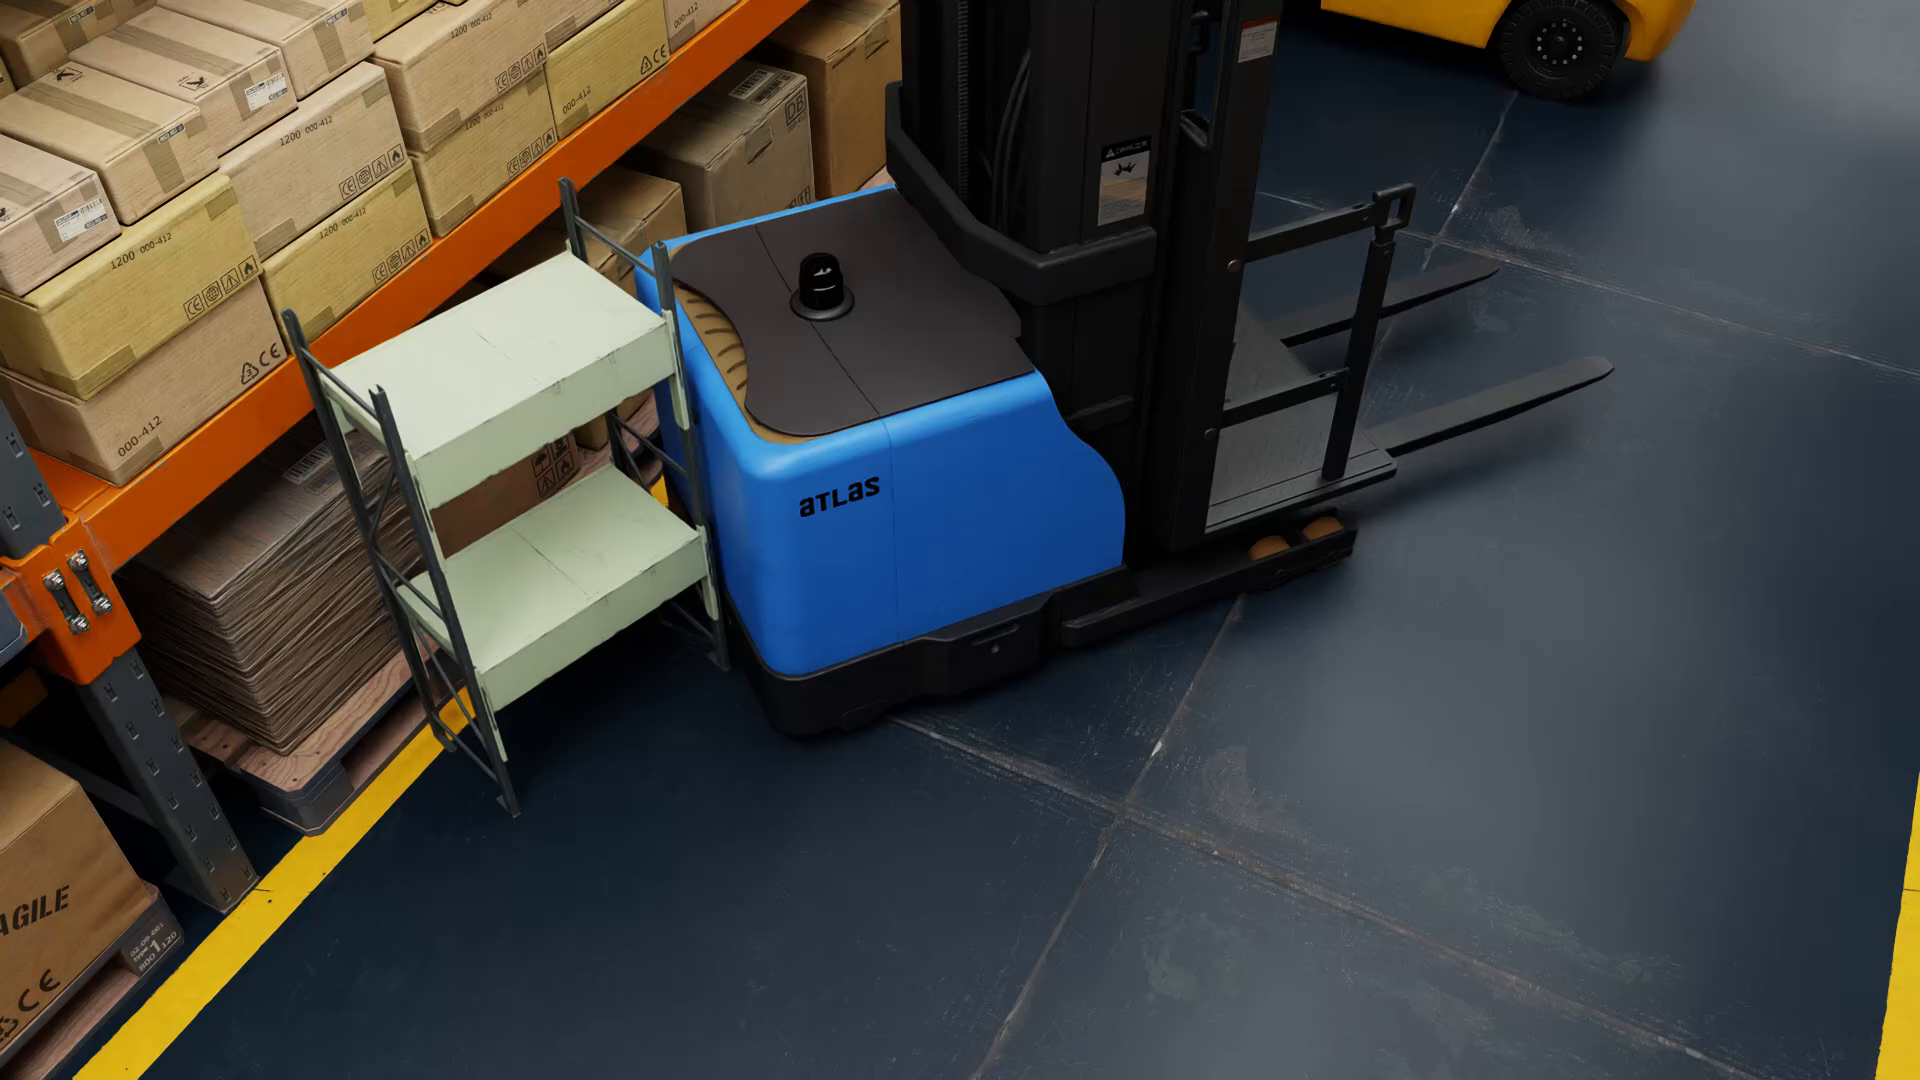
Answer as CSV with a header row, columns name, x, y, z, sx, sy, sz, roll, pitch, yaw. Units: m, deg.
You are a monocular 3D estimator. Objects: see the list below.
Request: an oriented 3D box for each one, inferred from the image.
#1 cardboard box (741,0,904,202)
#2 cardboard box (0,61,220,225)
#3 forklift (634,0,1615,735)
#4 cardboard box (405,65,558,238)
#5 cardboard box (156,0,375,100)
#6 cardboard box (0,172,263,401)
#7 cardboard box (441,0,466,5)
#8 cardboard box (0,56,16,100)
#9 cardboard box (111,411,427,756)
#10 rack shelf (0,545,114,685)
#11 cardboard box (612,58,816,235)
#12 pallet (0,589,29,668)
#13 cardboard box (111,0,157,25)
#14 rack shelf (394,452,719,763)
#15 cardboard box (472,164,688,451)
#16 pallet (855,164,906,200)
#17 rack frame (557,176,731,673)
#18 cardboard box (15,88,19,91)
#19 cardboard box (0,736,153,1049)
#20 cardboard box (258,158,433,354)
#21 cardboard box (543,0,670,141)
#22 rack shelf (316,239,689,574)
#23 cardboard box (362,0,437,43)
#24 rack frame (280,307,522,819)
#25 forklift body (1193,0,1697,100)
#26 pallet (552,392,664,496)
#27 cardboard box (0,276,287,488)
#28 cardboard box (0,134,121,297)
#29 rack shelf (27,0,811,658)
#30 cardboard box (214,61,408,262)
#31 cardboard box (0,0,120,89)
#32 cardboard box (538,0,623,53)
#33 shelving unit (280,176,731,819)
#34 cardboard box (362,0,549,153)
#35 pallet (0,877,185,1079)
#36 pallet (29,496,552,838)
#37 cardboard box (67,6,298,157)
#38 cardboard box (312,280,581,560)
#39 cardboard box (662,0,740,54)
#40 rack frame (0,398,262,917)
name,x,y,z,sx,sy,sz,roll,pitch,yaw
cardboard box,-0.681,-1.787,6.281,0.875,0.625,0.625,23,50,21
cardboard box,-1.773,-0.822,3.427,0.380,0.149,0.250,21,49,20
forklift,0.656,-1.205,4.380,3.031,2.935,1.130,-18,48,-17
cardboard box,-1.412,-1.075,4.309,0.500,0.250,0.500,19,48,18
cardboard box,-1.567,-1.161,3.762,0.380,0.149,0.250,21,49,19
cardboard box,-1.861,-0.600,3.488,0.500,0.250,0.500,20,49,19
cardboard box,-1.306,-1.470,4.067,0.380,0.149,0.250,21,49,20
cardboard box,-2.311,-1.023,3.626,0.380,0.149,0.250,22,49,20
cardboard box,-2.003,0.012,4.503,0.875,0.625,0.625,22,49,20
rack shelf,-3.234,1.226,2.435,1.077,0.370,4.000,20,49,19
cardboard box,-1.048,-1.301,5.801,0.875,0.625,0.625,20,49,19
pallet,-2.558,0.231,3.047,1.213,0.211,1.003,20,49,19
cardboard box,-2.084,-1.344,3.943,0.380,0.149,0.250,20,49,18
rack shelf,-1.080,0.168,4.487,0.720,0.370,0.431,-35,55,-30
cardboard box,-1.395,-0.826,5.332,0.875,0.625,0.625,19,48,17
pallet,-0.756,-1.349,6.435,1.003,0.211,1.213,20,49,19
rack frame,-0.820,-0.244,4.437,0.023,1.500,0.400,-35,55,-30
cardboard box,-2.107,-1.107,3.989,0.500,0.250,0.500,21,49,19
cardboard box,-2.311,0.782,3.830,0.500,0.500,0.500,22,49,20
cardboard box,-1.645,-0.748,3.986,0.500,0.250,0.500,19,48,18
cardboard box,-1.170,-1.401,4.631,0.500,0.250,0.500,22,49,20
rack shelf,-1.079,-0.335,3.978,0.720,0.370,0.431,-35,55,-30
cardboard box,-1.477,-1.329,3.928,0.380,0.149,0.250,21,49,19
rack frame,-1.339,0.123,4.074,0.023,1.500,0.400,-35,55,-30
forklift body,2.144,-3.231,6.931,2.313,2.155,1.214,20,49,19
pallet,-1.321,-0.578,5.672,1.003,0.211,1.213,20,49,19
cardboard box,-1.883,-0.433,3.674,0.500,0.250,0.500,21,49,19
cardboard box,-1.896,-0.653,3.260,0.380,0.149,0.250,22,49,20
rack shelf,-1.377,-1.294,4.925,1.077,0.370,4.000,20,49,19
cardboard box,-1.649,-0.923,3.808,0.500,0.250,0.500,22,49,20
cardboard box,-2.137,-1.166,3.767,0.380,0.149,0.250,20,49,19
cardboard box,-1.176,-1.577,4.454,0.500,0.250,0.500,21,49,20
shelving unit,-1.080,-0.061,4.255,0.755,1.500,0.431,-35,55,-30
cardboard box,-1.390,-1.247,4.128,0.500,0.250,0.500,19,48,18
pallet,-2.685,1.152,3.963,1.003,0.211,1.213,20,49,19
pallet,-1.888,0.188,4.916,1.003,0.211,1.213,20,49,19
cardboard box,-1.677,-0.992,3.595,0.380,0.149,0.250,22,49,20
cardboard box,-1.707,-0.402,4.913,0.875,0.625,0.625,22,49,20
cardboard box,-0.937,-1.729,4.955,0.500,0.250,0.500,21,49,19
rack frame,-2.305,-0.286,3.424,1.000,3.000,0.127,20,49,19
